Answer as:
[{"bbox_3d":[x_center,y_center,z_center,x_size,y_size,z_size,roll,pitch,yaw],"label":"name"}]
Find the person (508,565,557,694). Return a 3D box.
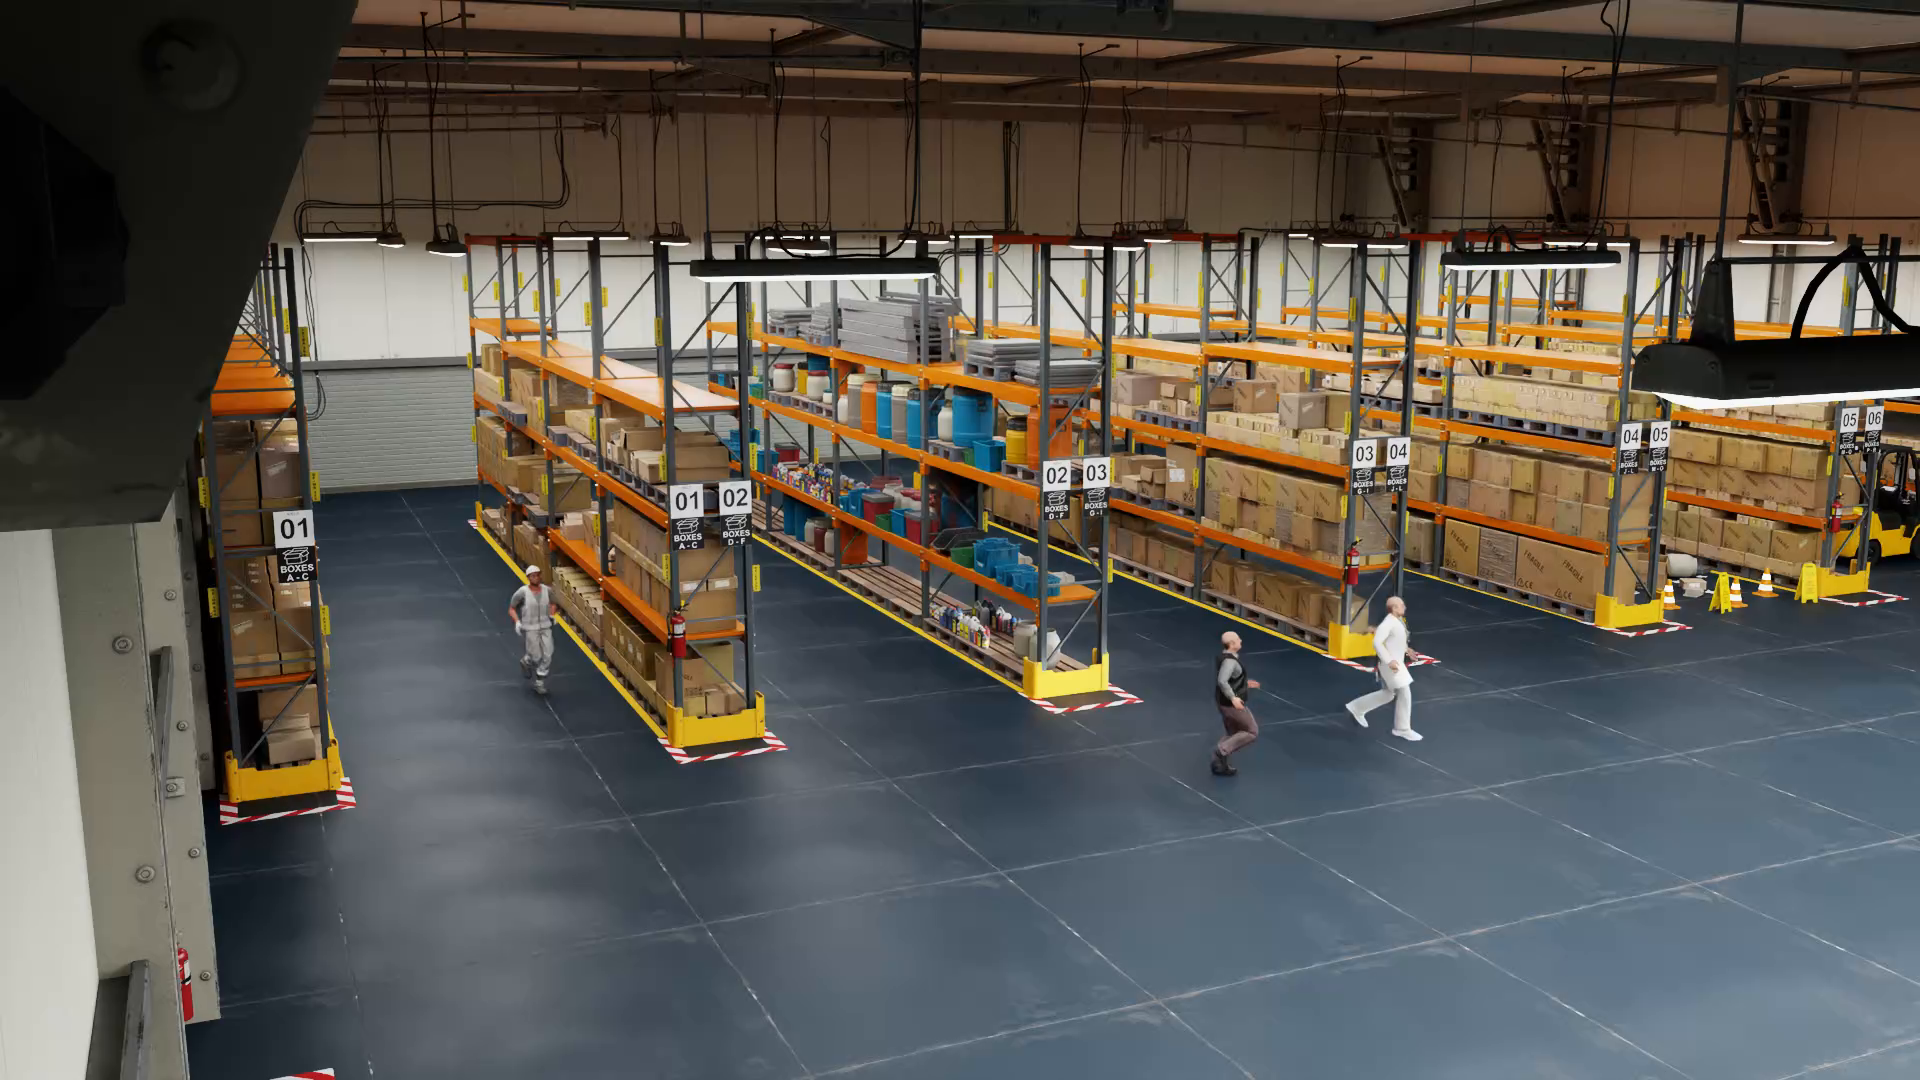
[{"bbox_3d":[-5.722,1.194,22.443,0.657,1.743,0.605,-7,13,-34],"label":"person"}]

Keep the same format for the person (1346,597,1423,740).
[{"bbox_3d":[5.258,1.563,20.496,0.946,1.783,0.722,3,11,14],"label":"person"}]

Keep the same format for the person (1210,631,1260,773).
[{"bbox_3d":[3.164,1.868,19.055,0.575,1.675,0.645,-1,11,-5],"label":"person"}]
